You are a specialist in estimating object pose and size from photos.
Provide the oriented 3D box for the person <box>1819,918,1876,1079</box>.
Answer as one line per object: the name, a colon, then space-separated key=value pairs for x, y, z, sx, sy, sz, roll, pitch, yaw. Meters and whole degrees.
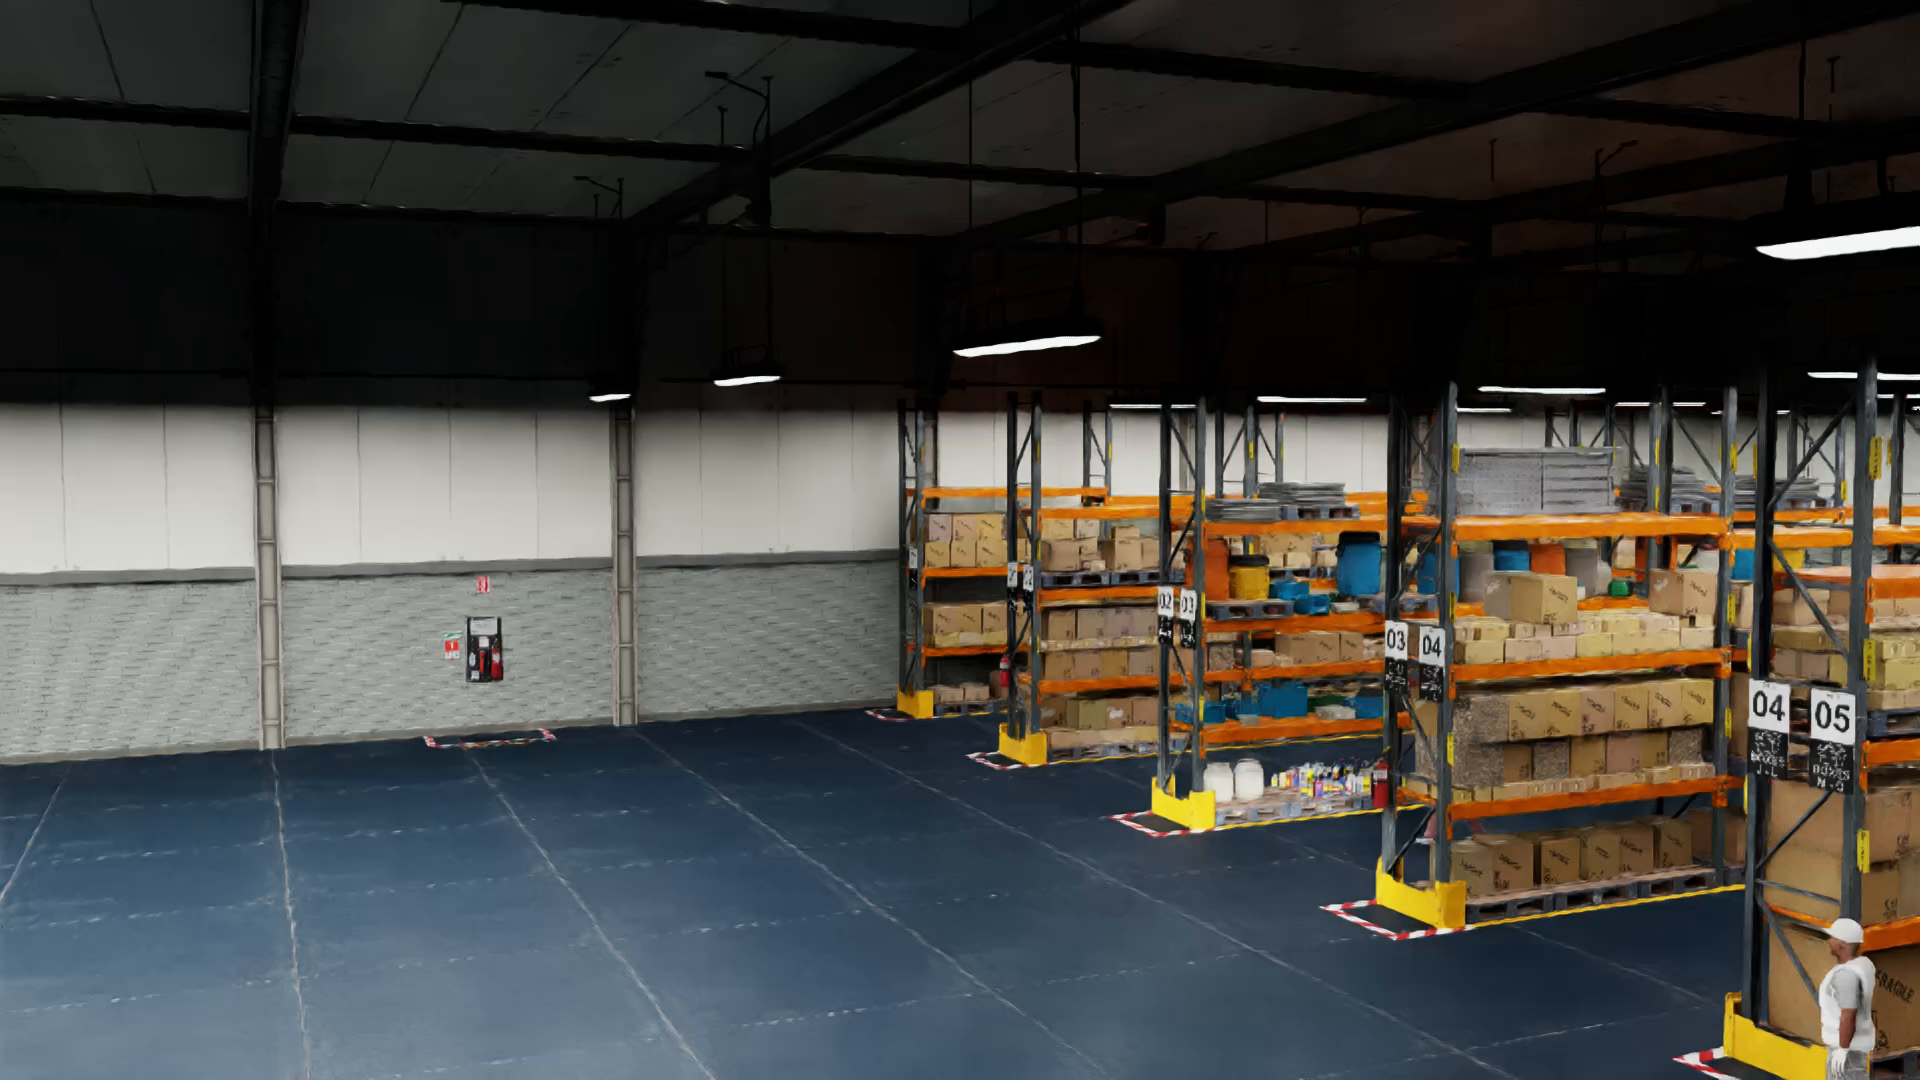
person: x=6.384 y=3.590 z=11.827 sx=0.557 sy=1.779 sz=0.660 roll=2 pitch=4 yaw=35

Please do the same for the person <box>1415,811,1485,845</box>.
person: x=6.318 y=3.105 z=21.295 sx=1.018 sy=1.612 sz=0.458 roll=-2 pitch=4 yaw=-25
